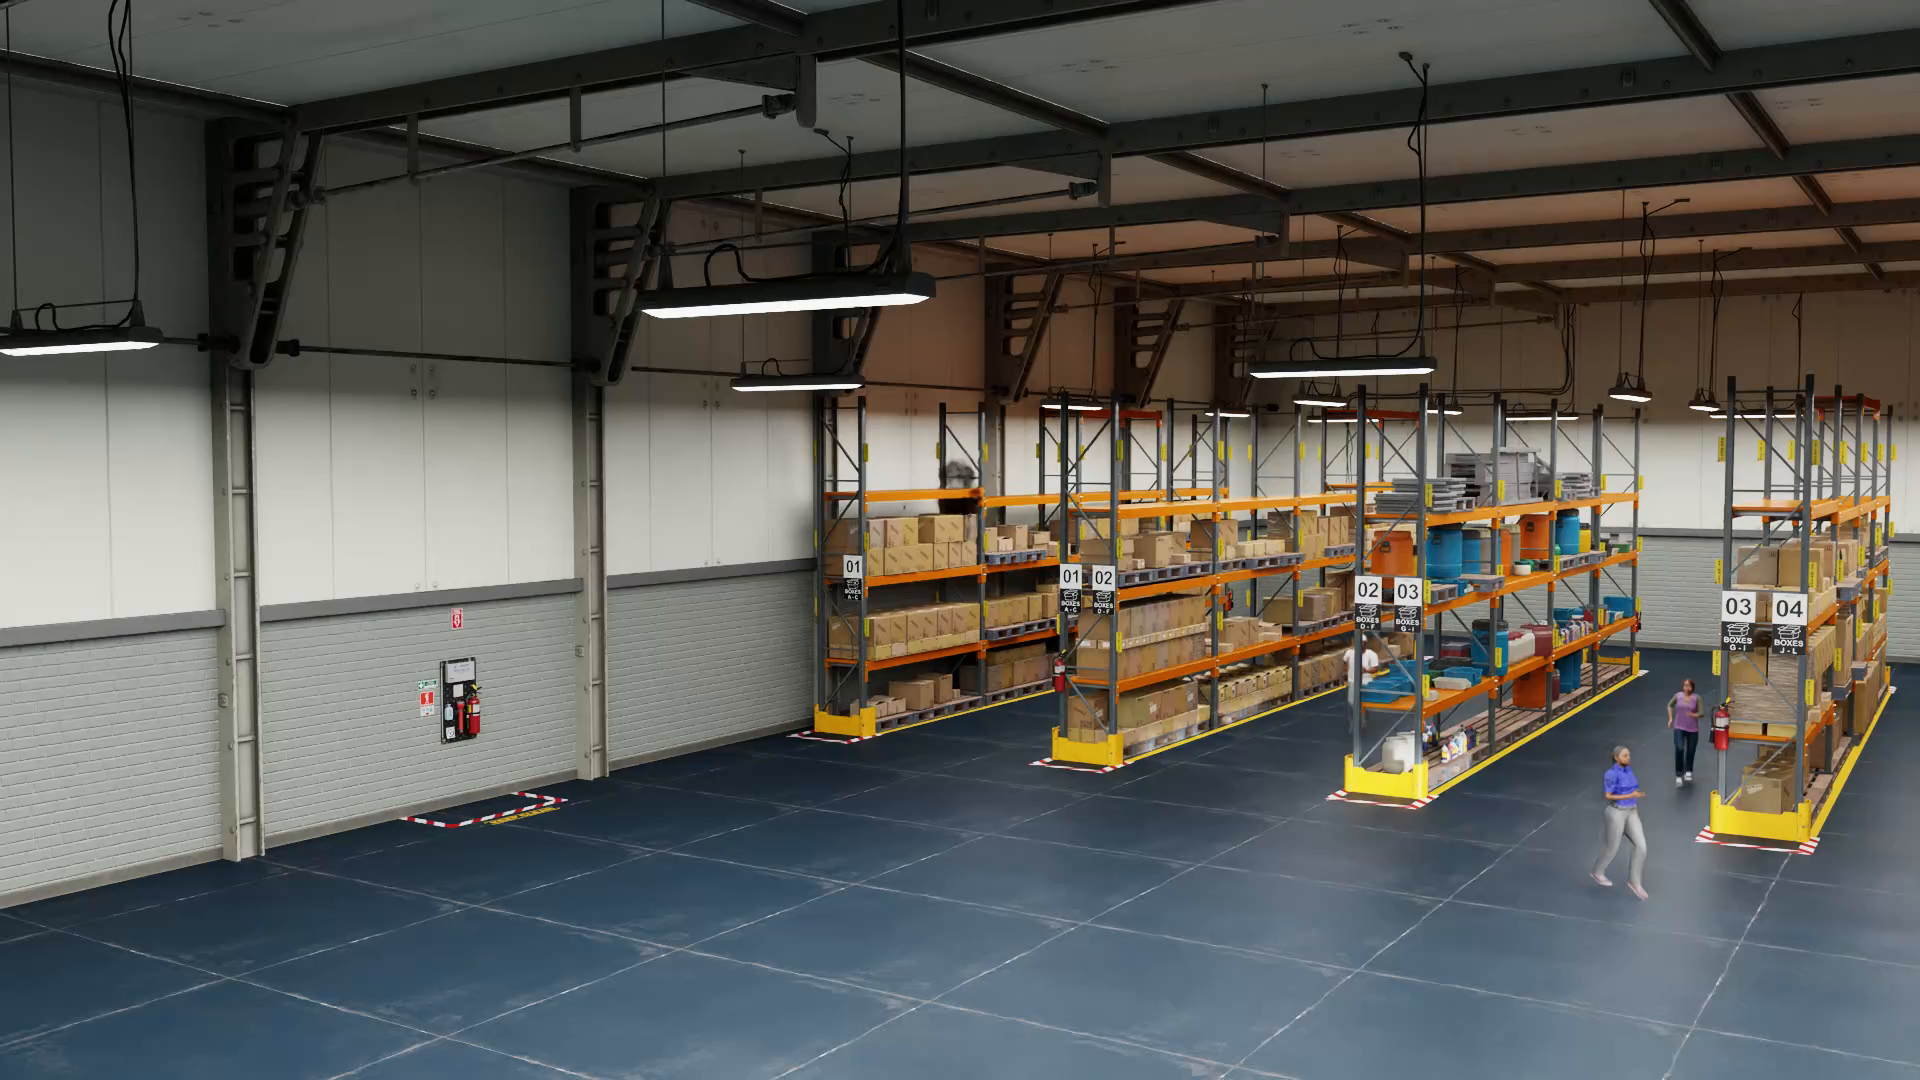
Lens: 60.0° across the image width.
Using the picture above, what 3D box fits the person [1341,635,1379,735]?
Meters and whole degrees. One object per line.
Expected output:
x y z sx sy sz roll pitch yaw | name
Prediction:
7.112 2.570 29.617 0.671 1.801 0.728 1 3 21 | person

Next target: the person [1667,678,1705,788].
10.901 2.889 24.981 0.503 1.644 0.710 1 3 21 | person

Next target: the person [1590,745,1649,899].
7.501 3.180 18.877 0.560 1.713 0.728 -1 3 -26 | person
